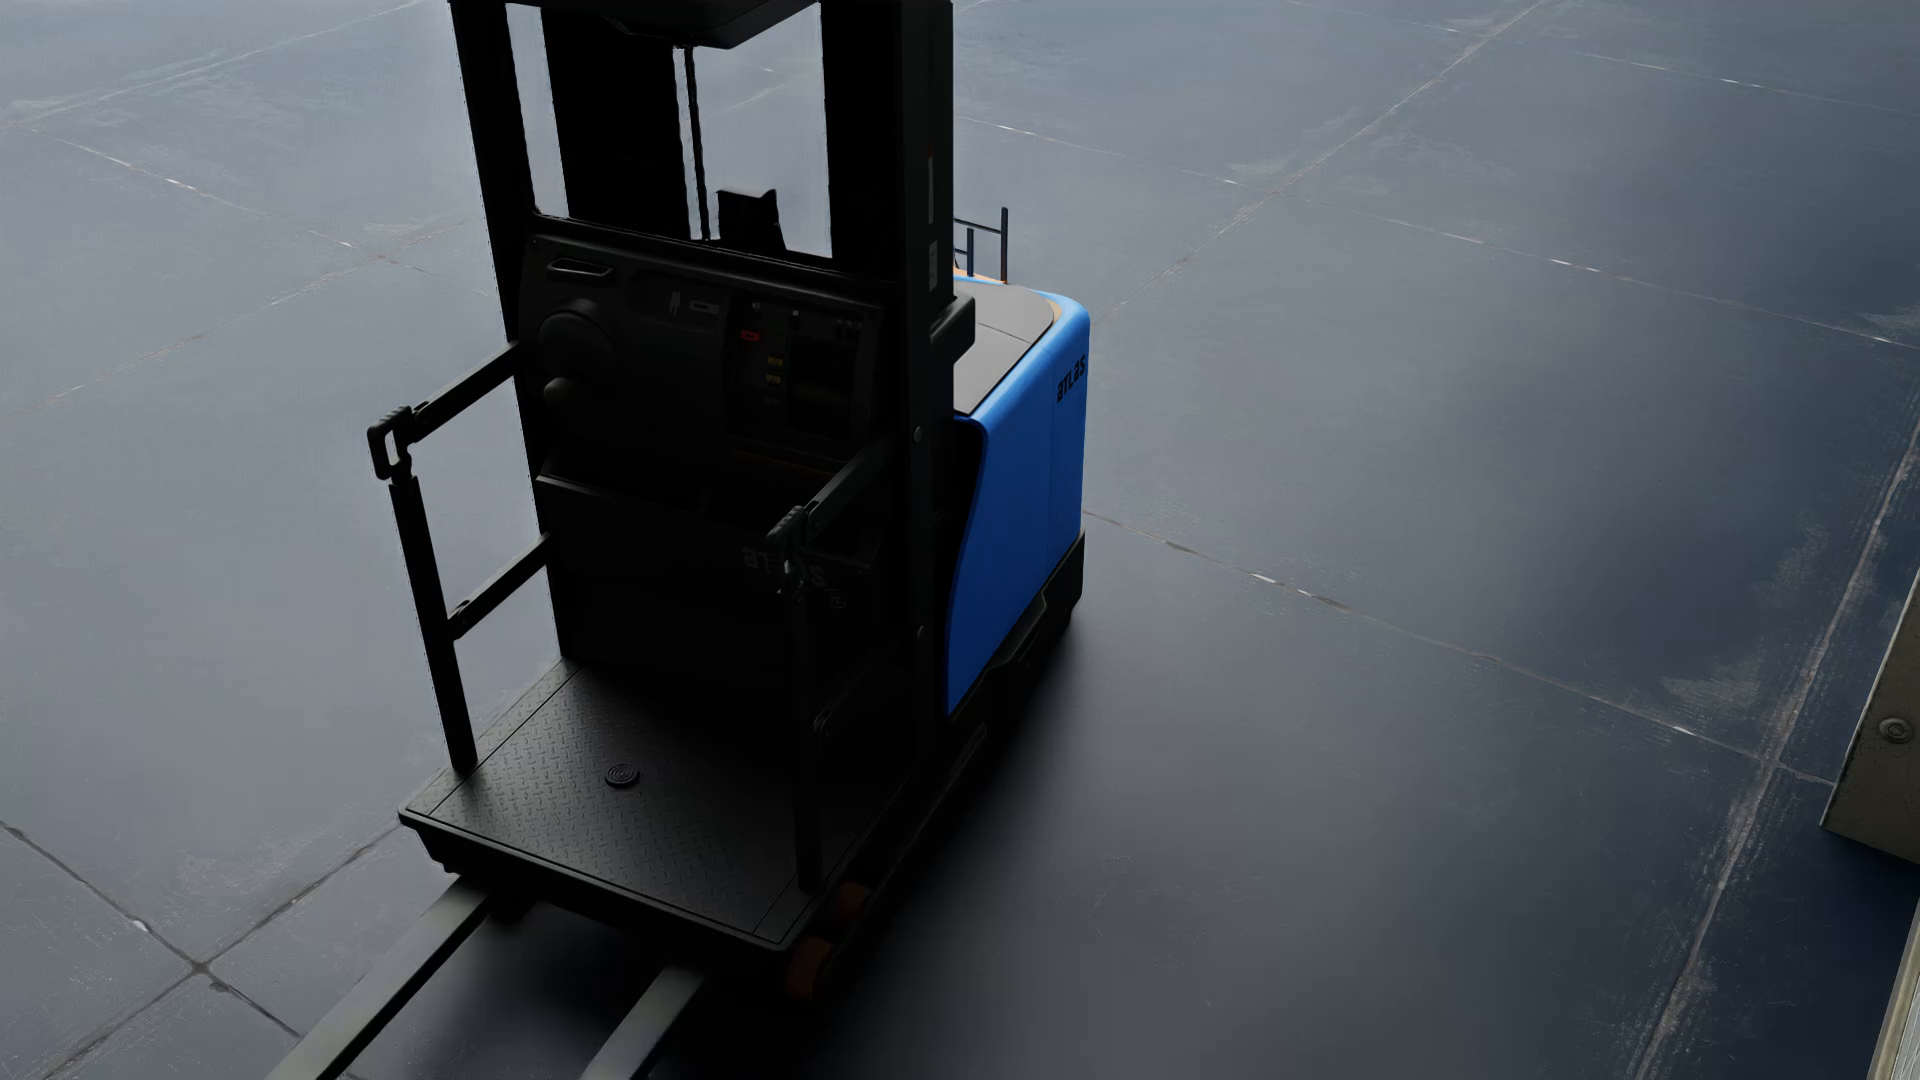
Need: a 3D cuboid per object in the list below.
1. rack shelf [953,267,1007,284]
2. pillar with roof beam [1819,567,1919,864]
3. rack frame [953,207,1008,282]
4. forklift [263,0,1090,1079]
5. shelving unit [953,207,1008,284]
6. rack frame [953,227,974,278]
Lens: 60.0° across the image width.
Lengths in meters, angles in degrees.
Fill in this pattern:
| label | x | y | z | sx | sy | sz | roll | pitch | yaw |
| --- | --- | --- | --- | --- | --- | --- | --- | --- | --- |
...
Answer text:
| label | x | y | z | sx | sy | sz | roll | pitch | yaw |
| --- | --- | --- | --- | --- | --- | --- | --- | --- | --- |
| rack shelf | -0.008 | -0.752 | 5.128 | 0.258 | 0.103 | 0.180 | 21 | 39 | 28 |
| pillar with roof beam | -0.971 | -4.370 | 4.079 | 9.100 | 9.000 | 0.400 | 21 | 39 | 28 |
| rack frame | 0.044 | -0.533 | 5.367 | 0.240 | 1.200 | 0.006 | 21 | 39 | 28 |
| forklift | -0.684 | -0.375 | 3.588 | 1.130 | 2.935 | 3.031 | 14 | 37 | 20 |
| shelving unit | -0.008 | -0.491 | 5.305 | 0.258 | 1.200 | 0.189 | 21 | 39 | 28 |
| rack frame | -0.060 | -0.448 | 5.242 | 0.240 | 1.200 | 0.006 | 21 | 39 | 28 |
